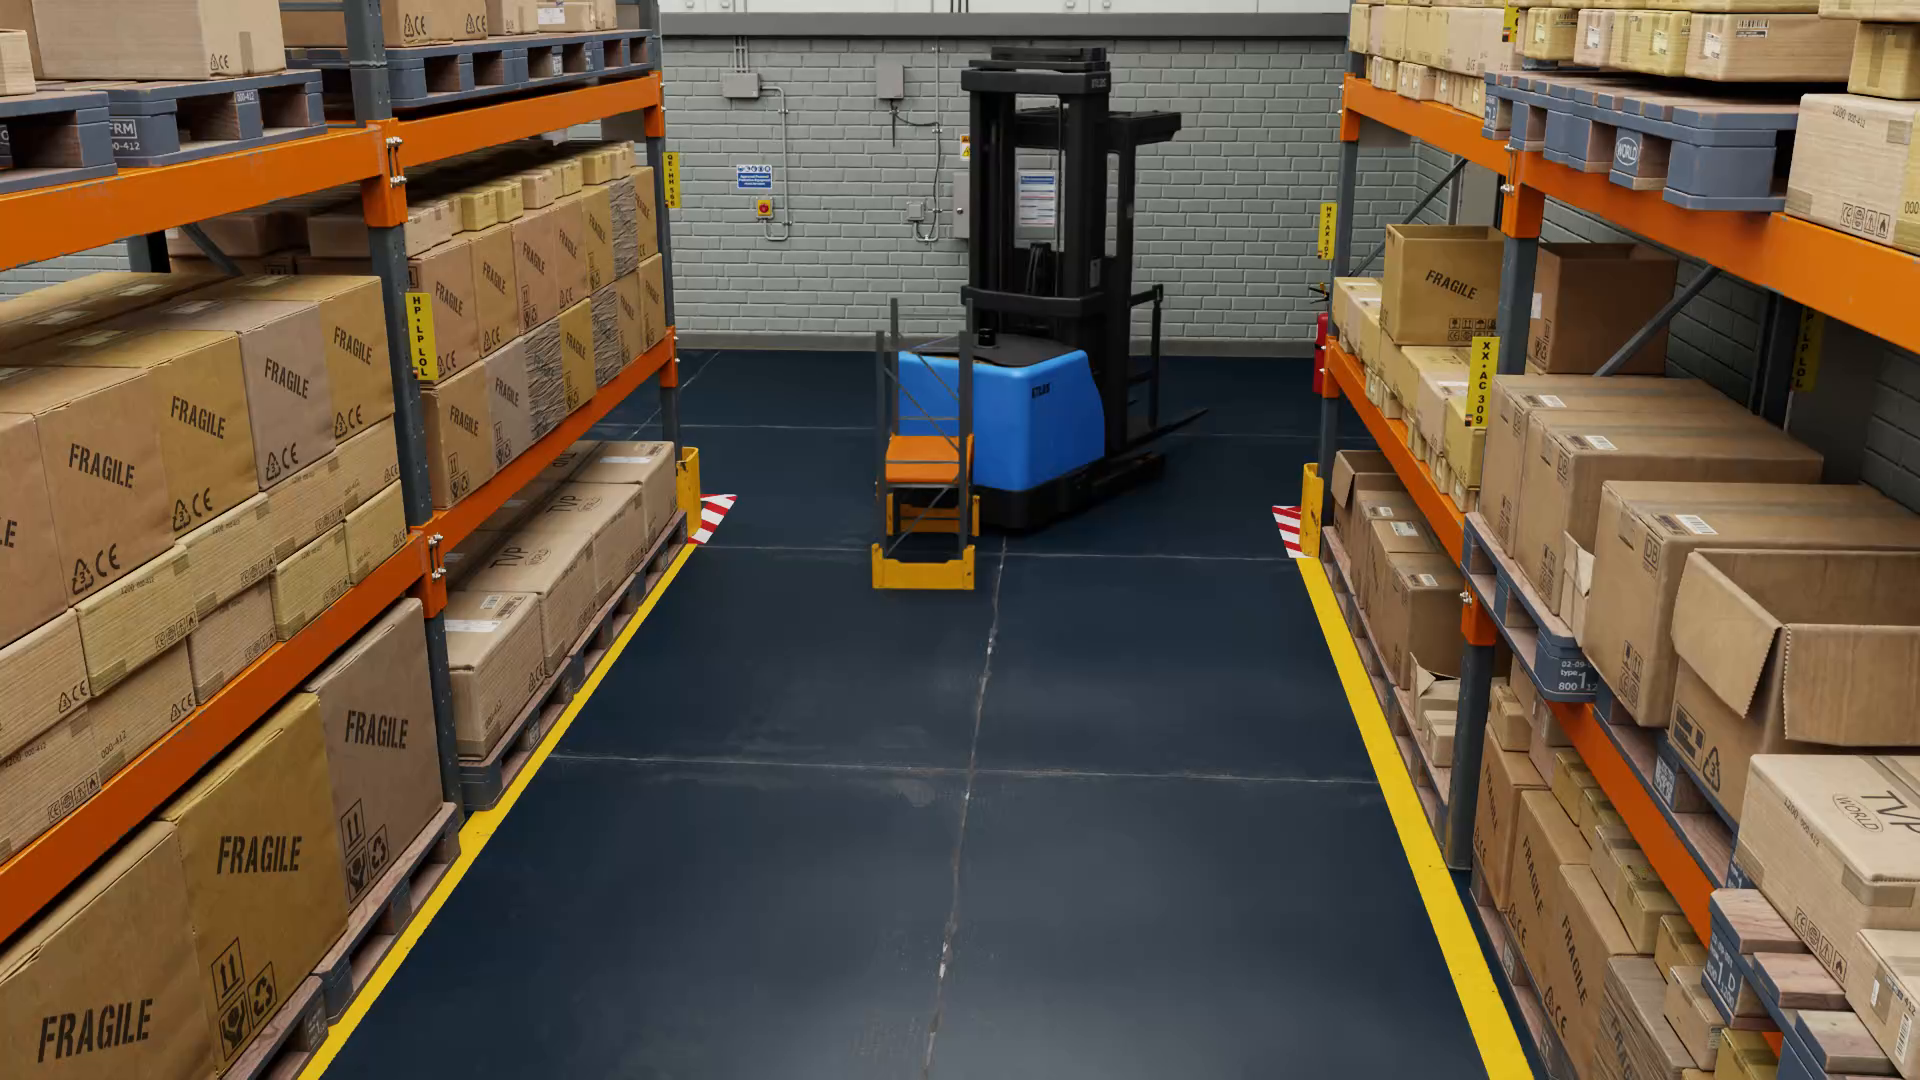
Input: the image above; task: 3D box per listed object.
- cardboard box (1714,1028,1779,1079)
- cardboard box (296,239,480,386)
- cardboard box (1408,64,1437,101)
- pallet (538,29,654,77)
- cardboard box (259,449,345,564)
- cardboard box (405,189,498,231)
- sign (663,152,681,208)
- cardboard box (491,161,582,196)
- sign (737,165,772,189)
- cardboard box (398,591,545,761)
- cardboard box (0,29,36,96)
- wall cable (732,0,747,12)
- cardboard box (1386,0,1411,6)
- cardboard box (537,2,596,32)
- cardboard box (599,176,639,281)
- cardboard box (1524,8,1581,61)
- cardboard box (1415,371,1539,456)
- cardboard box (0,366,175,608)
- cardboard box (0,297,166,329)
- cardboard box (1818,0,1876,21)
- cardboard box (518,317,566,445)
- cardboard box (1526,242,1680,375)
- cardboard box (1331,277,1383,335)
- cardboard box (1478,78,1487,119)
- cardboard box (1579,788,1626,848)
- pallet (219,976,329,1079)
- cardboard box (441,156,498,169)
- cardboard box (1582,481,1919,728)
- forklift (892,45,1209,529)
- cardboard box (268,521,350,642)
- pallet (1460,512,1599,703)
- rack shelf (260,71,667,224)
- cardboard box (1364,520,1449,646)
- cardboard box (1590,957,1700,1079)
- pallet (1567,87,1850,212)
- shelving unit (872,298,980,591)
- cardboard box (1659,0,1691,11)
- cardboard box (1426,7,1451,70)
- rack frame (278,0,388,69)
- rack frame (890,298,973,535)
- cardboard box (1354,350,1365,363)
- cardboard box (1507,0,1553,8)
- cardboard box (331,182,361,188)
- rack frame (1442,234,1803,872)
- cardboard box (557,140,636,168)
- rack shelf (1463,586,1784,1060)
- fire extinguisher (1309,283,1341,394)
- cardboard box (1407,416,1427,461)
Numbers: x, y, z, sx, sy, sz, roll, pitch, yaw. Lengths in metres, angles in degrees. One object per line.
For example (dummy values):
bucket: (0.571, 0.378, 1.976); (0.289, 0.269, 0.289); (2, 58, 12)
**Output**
cardboard box: (2.036, 1.297, 3.946); (0.380, 0.149, 0.250); (1, 18, 3)
cardboard box: (-2.268, -0.916, 6.636); (0.500, 0.500, 0.500); (1, 18, 4)
cardboard box: (2.219, -2.045, 7.432); (0.380, 0.149, 0.250); (2, 18, 5)
pallet: (-2.300, -2.646, 9.007); (1.003, 0.211, 1.213); (1, 18, 4)
cardboard box: (-2.361, -0.120, 5.410); (0.500, 0.250, 0.500); (2, 18, 5)
cardboard box: (-2.205, -1.411, 7.103); (0.380, 0.149, 0.250); (1, 18, 4)
sign: (-1.717, -2.140, 9.897); (0.100, 0.325, 0.005); (1, 18, 4)
cardboard box: (-2.120, -1.811, 8.325); (0.380, 0.149, 0.250); (2, 18, 5)
sign: (-1.920, -3.394, 15.529); (0.327, 0.218, 0.001); (1, 18, 4)
cardboard box: (-2.392, 0.574, 7.294); (0.875, 0.438, 0.875); (1, 18, 3)
cardboard box: (-2.530, -1.175, 4.074); (0.380, 0.166, 0.250); (3, 18, 9)
wall cable: (-2.130, -6.117, 14.641); (0.463, 3.000, 0.029); (1, 18, 4)
cardboard box: (2.334, -2.671, 7.900); (0.500, 0.250, 0.500); (1, 18, 3)
cardboard box: (-2.150, -2.773, 8.820); (0.380, 0.149, 0.250); (0, 18, 0)
cardboard box: (-2.062, -1.698, 9.022); (0.500, 0.500, 0.500); (1, 18, 4)
cardboard box: (1.936, -1.531, 5.030); (0.380, 0.149, 0.250); (1, 18, 5)
cardboard box: (2.222, -0.531, 6.990); (0.500, 0.250, 0.500); (1, 18, 4)
cardboard box: (-2.433, -0.151, 4.299); (0.500, 0.500, 0.500); (2, 18, 5)
cardboard box: (-2.871, -0.485, 5.320); (0.500, 0.500, 0.500); (1, 18, 4)
cardboard box: (1.943, -1.101, 3.270); (0.380, 0.149, 0.250); (1, 18, 4)
cardboard box: (-2.167, -0.749, 7.732); (0.500, 0.500, 0.500); (1, 18, 4)
cardboard box: (2.779, -1.025, 7.292); (0.500, 0.500, 0.500); (1, 18, 2)
cardboard box: (2.393, -1.319, 9.395); (0.500, 0.250, 0.500); (1, 18, 4)
cardboard box: (2.159, -1.642, 6.203); (0.380, 0.149, 0.250); (1, 18, 4)
cardboard box: (2.160, 0.897, 5.166); (0.380, 0.149, 0.250); (1, 18, 3)
pallet: (-2.609, 1.695, 4.911); (1.003, 0.211, 1.213); (1, 18, 4)
cardboard box: (-2.607, -1.894, 8.579); (0.380, 0.149, 0.250); (1, 18, 4)
cardboard box: (2.056, 0.161, 4.279); (0.700, 0.500, 0.500); (1, 18, 4)
forklift: (0.798, -1.866, 11.410); (1.130, 2.935, 3.031); (12, 22, 32)
cardboard box: (-2.362, 0.123, 5.471); (0.500, 0.250, 0.500); (1, 18, 3)
pallet: (2.241, 0.195, 5.318); (1.003, 0.211, 1.213); (1, 18, 4)
rack shelf: (-2.401, -1.956, 7.913); (1.077, 0.370, 4.000); (1, 18, 4)
cardboard box: (2.318, 0.219, 8.278); (0.500, 0.500, 0.500); (2, 18, 5)
cardboard box: (2.036, 1.473, 4.449); (0.500, 0.500, 0.500); (1, 18, 2)
pallet: (2.219, -0.955, 4.004); (1.213, 0.211, 1.003); (1, 18, 4)
shelving unit: (-0.191, -0.594, 9.827); (0.587, 1.500, 1.083); (1, 18, 2)
cardboard box: (1.925, -1.351, 4.004); (0.380, 0.149, 0.250); (1, 18, 4)
cardboard box: (2.267, -2.113, 7.001); (0.500, 0.250, 0.500); (2, 18, 5)
rack frame: (-2.544, -3.102, 5.439); (1.000, 3.000, 0.127); (1, 18, 4)
rack frame: (-0.171, -0.749, 10.301); (0.500, 1.500, 0.032); (1, 18, 2)
cardboard box: (2.425, -1.089, 9.331); (0.380, 0.149, 0.250); (2, 18, 5)
cardboard box: (1.948, -1.753, 5.230); (0.380, 0.149, 0.250); (2, 18, 6)
cardboard box: (-2.702, -1.499, 7.373); (0.380, 0.149, 0.250); (1, 18, 3)
rack frame: (2.407, -0.142, 6.038); (1.000, 3.000, 0.127); (1, 18, 4)
cardboard box: (-2.083, -2.209, 9.538); (0.380, 0.149, 0.250); (2, 18, 5)
rack shelf: (2.264, 0.821, 4.254); (1.077, 0.370, 4.000); (1, 18, 4)
fire extinguisher: (2.244, -1.226, 10.070); (0.296, 0.674, 0.183); (1, 18, 4)
cardboard box: (2.206, -0.450, 7.384); (0.380, 0.149, 0.250); (1, 18, 3)
